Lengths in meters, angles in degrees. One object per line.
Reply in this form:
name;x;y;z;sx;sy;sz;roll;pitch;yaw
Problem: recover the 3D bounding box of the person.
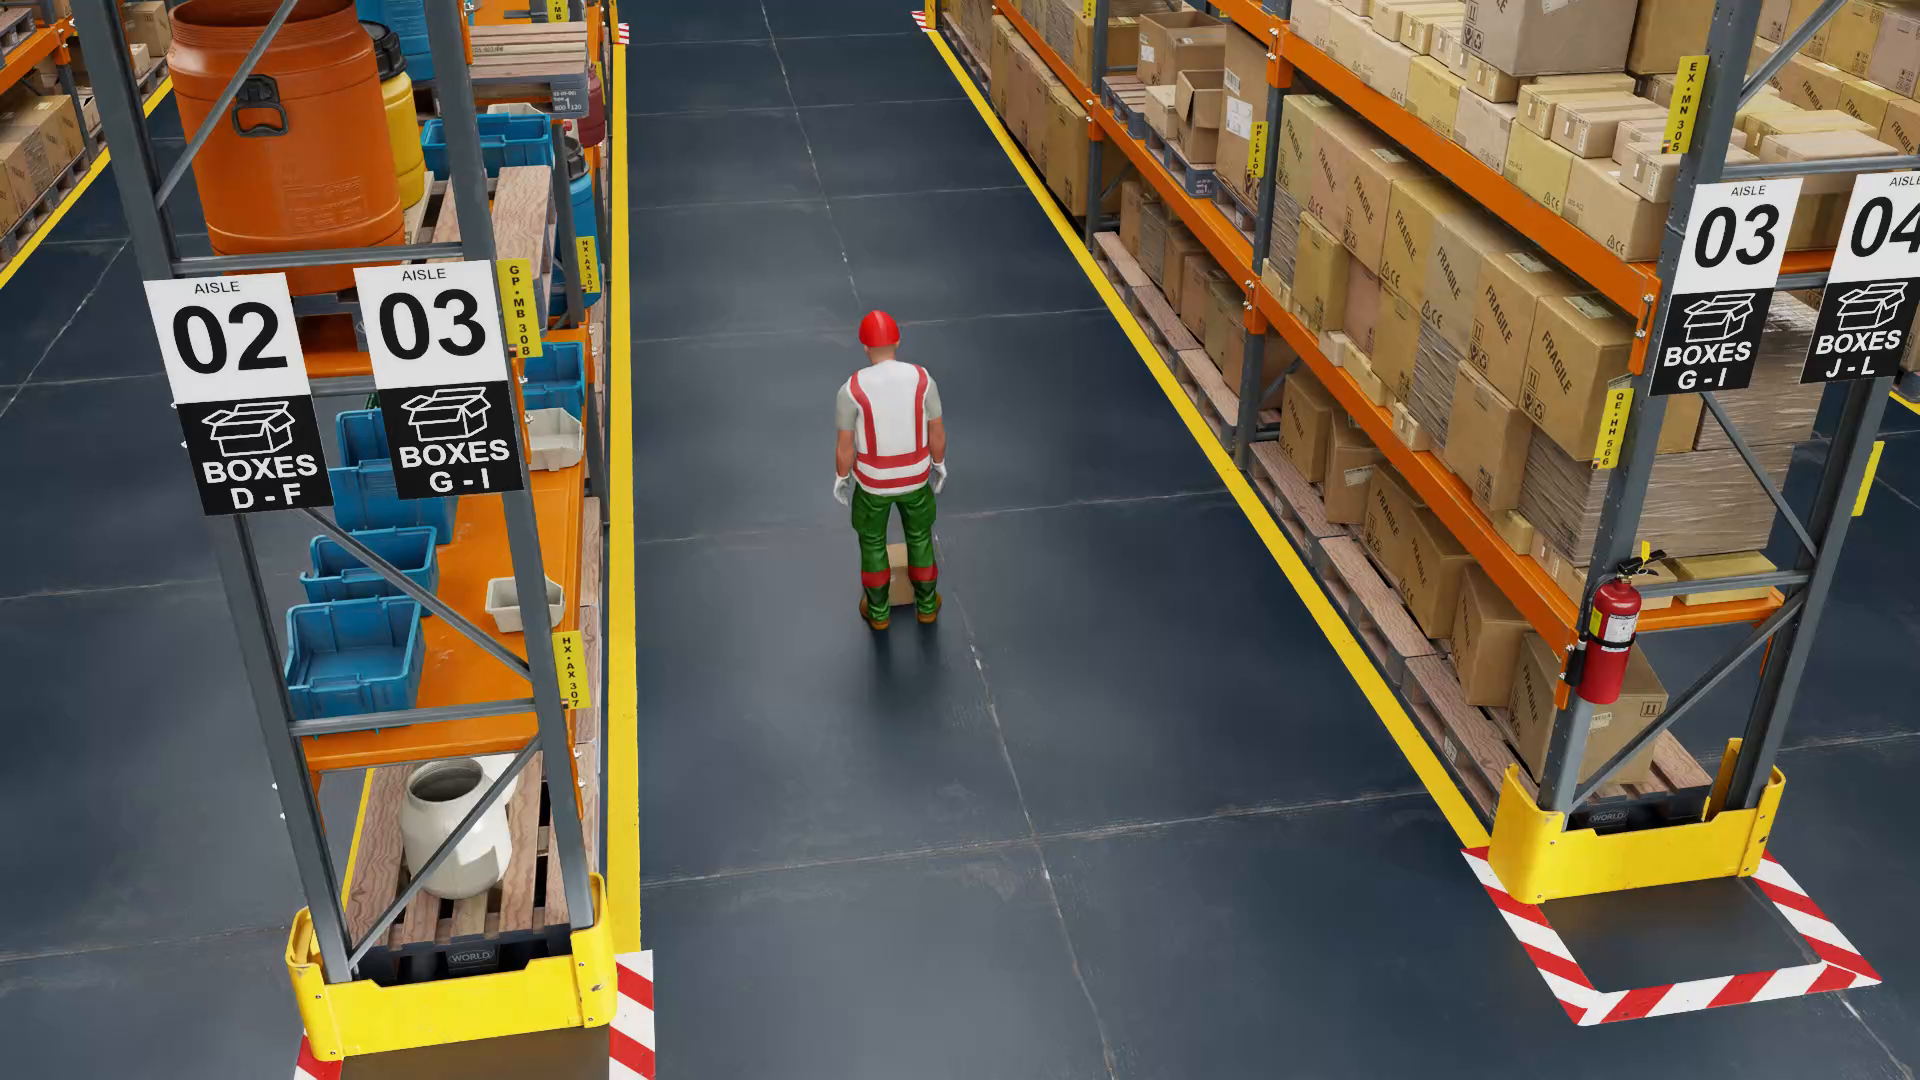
person;-0.365;-0.346;8.715;0.612;1.778;0.451;-7;31;-12
